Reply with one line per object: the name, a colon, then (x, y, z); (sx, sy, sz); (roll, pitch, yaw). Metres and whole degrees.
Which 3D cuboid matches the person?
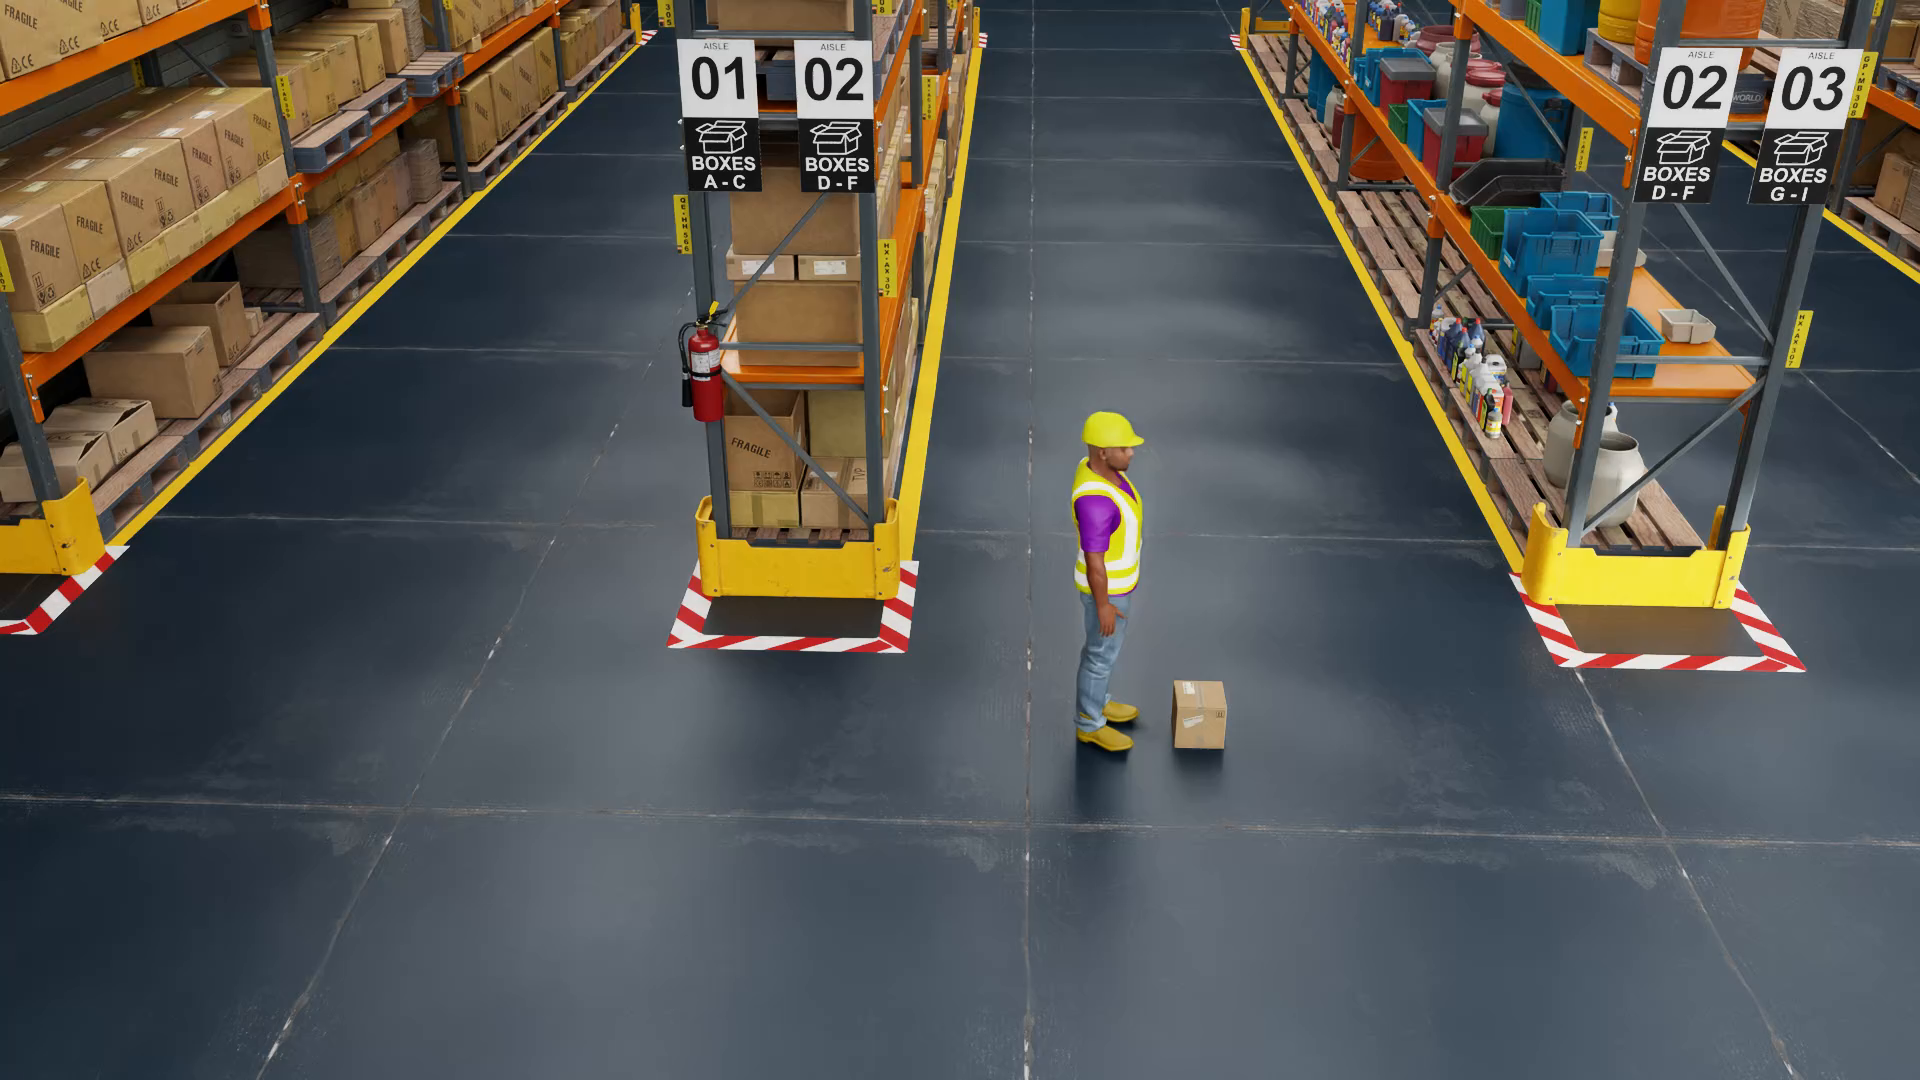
person: (0.724, 0.202, 8.161); (0.380, 1.768, 0.576); (4, 28, 7)
